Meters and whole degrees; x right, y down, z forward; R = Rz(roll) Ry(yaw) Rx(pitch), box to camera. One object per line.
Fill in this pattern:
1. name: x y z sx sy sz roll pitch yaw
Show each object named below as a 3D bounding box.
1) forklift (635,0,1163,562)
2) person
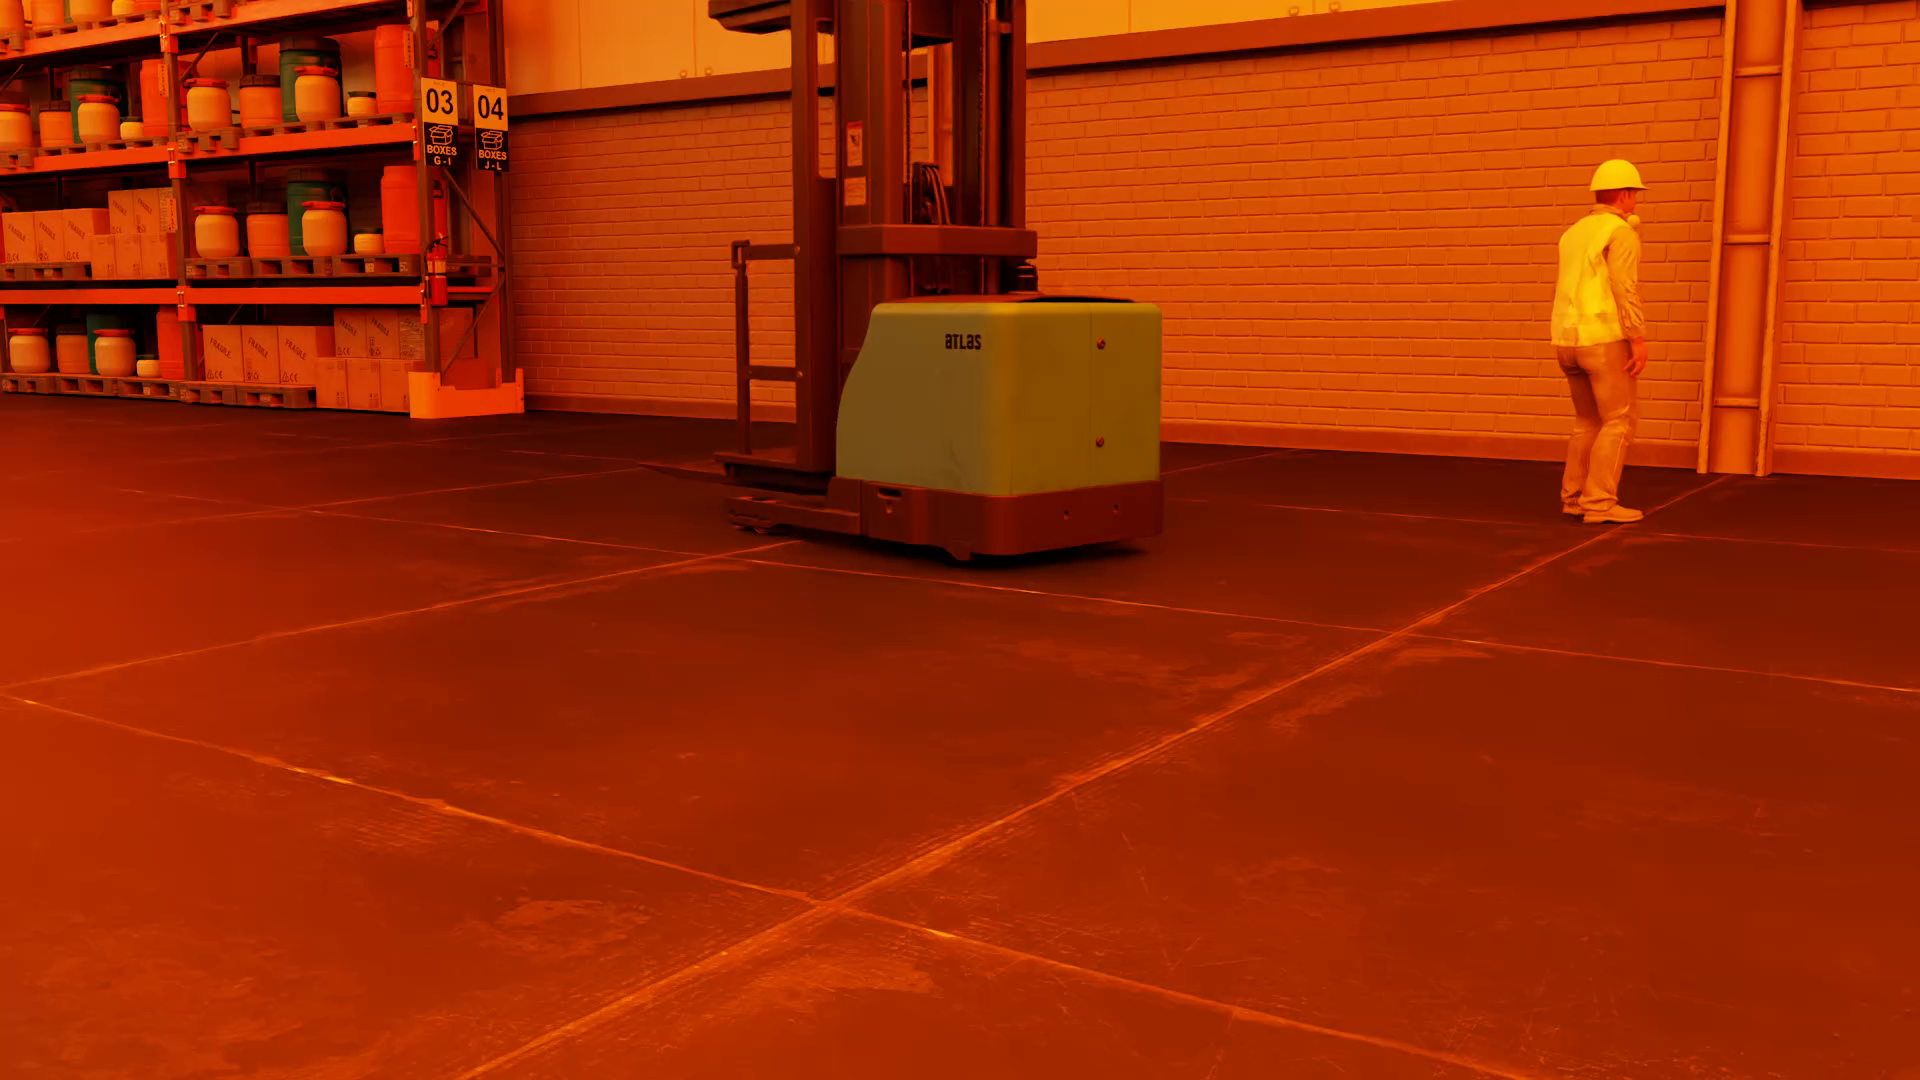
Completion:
1. forklift: -0.478 -1.518 7.868 1.130 2.935 3.031 -7 11 -42
2. person: 3.184 -0.978 8.247 0.457 1.780 0.592 -2 8 -12
